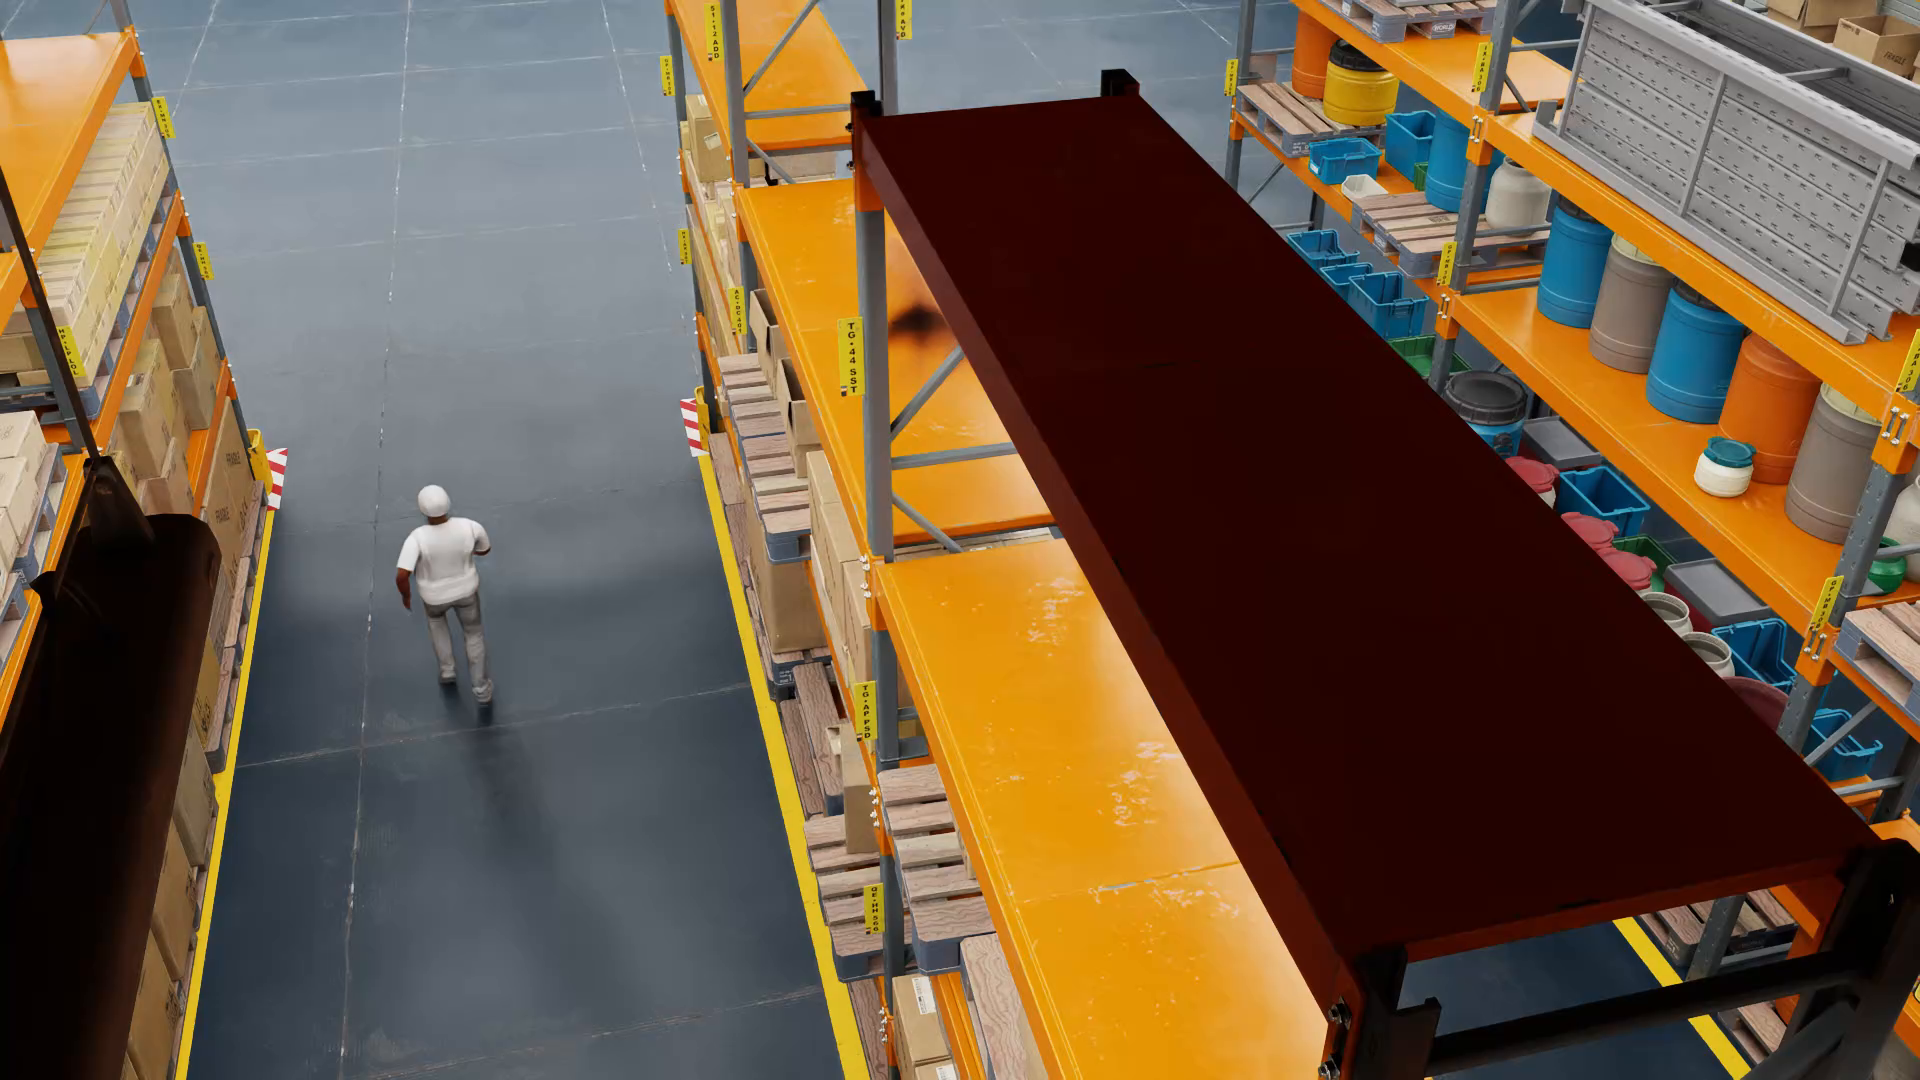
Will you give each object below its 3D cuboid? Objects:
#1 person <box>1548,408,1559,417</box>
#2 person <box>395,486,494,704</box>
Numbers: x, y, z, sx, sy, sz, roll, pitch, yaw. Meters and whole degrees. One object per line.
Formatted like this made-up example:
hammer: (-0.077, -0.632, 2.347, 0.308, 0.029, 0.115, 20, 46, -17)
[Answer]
person: (5.310, -1.335, 14.540, 0.646, 1.684, 0.597, -14, 37, -19)
person: (-3.685, 0.376, 11.999, 0.684, 1.816, 0.731, -13, 37, -18)
